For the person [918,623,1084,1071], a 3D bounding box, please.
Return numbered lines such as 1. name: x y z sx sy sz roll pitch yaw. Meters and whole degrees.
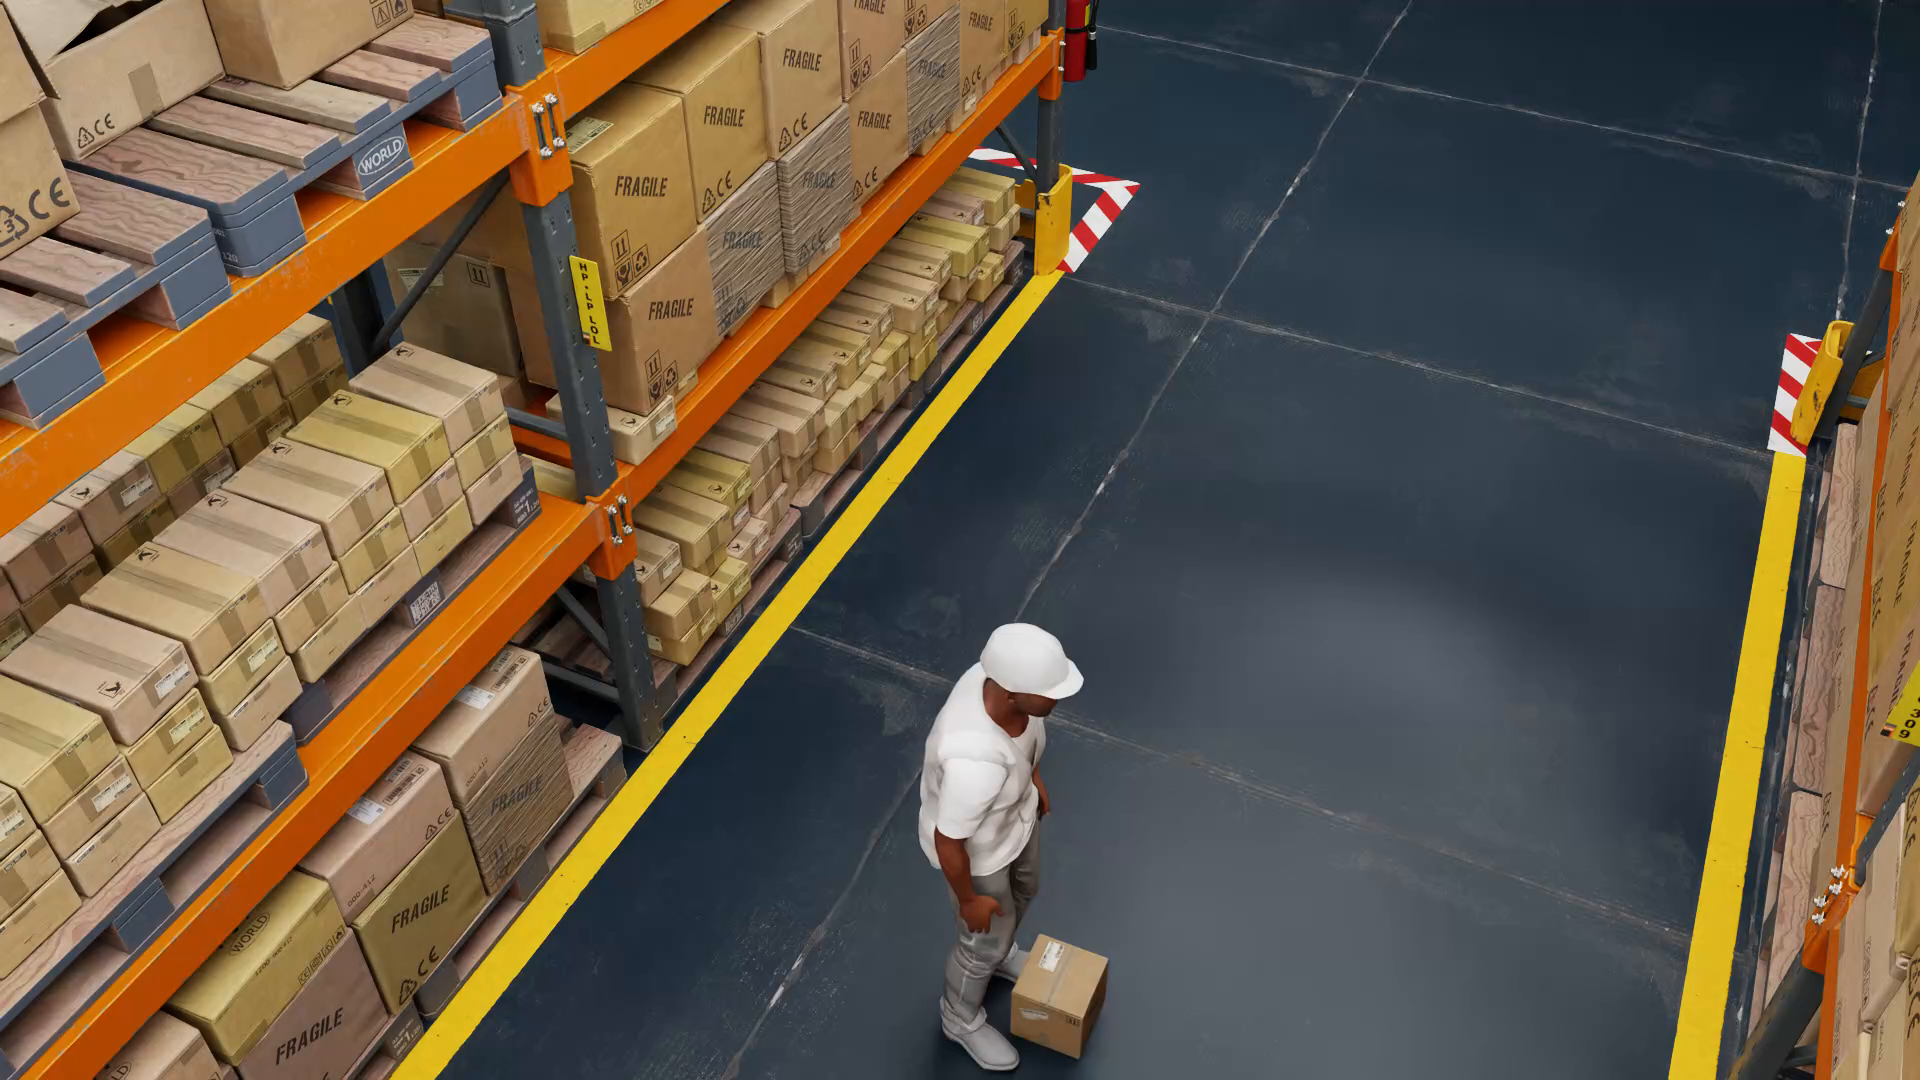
1. person: 0.117 0.906 5.131 0.456 1.760 0.613 16 44 17
